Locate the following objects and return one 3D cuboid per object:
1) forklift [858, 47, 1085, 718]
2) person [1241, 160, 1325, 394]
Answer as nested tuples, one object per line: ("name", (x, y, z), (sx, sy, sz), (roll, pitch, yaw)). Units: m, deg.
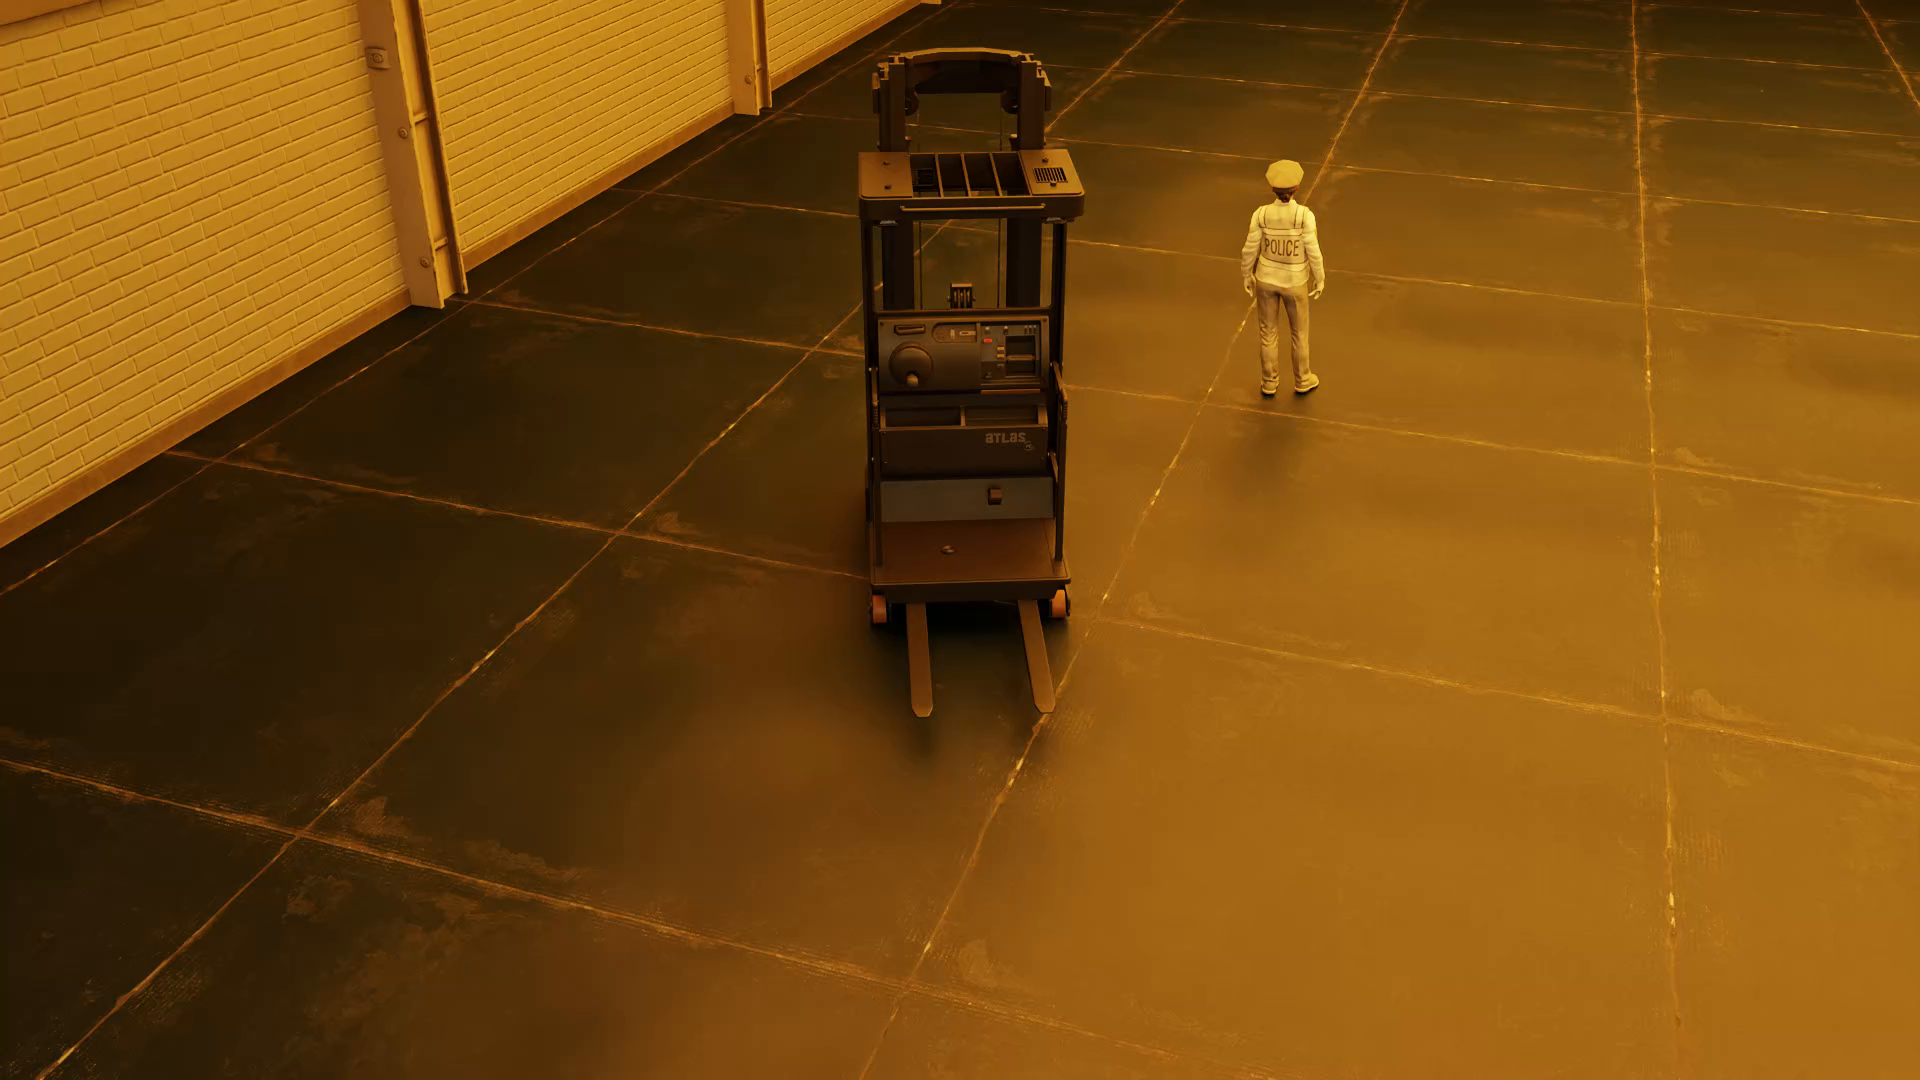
("forklift", (0.035, -0.972, 8.842), (1.130, 2.935, 3.031), (-2, 30, -3))
("person", (2.254, -1.824, 11.571), (0.587, 1.694, 0.530), (11, 31, 18))
